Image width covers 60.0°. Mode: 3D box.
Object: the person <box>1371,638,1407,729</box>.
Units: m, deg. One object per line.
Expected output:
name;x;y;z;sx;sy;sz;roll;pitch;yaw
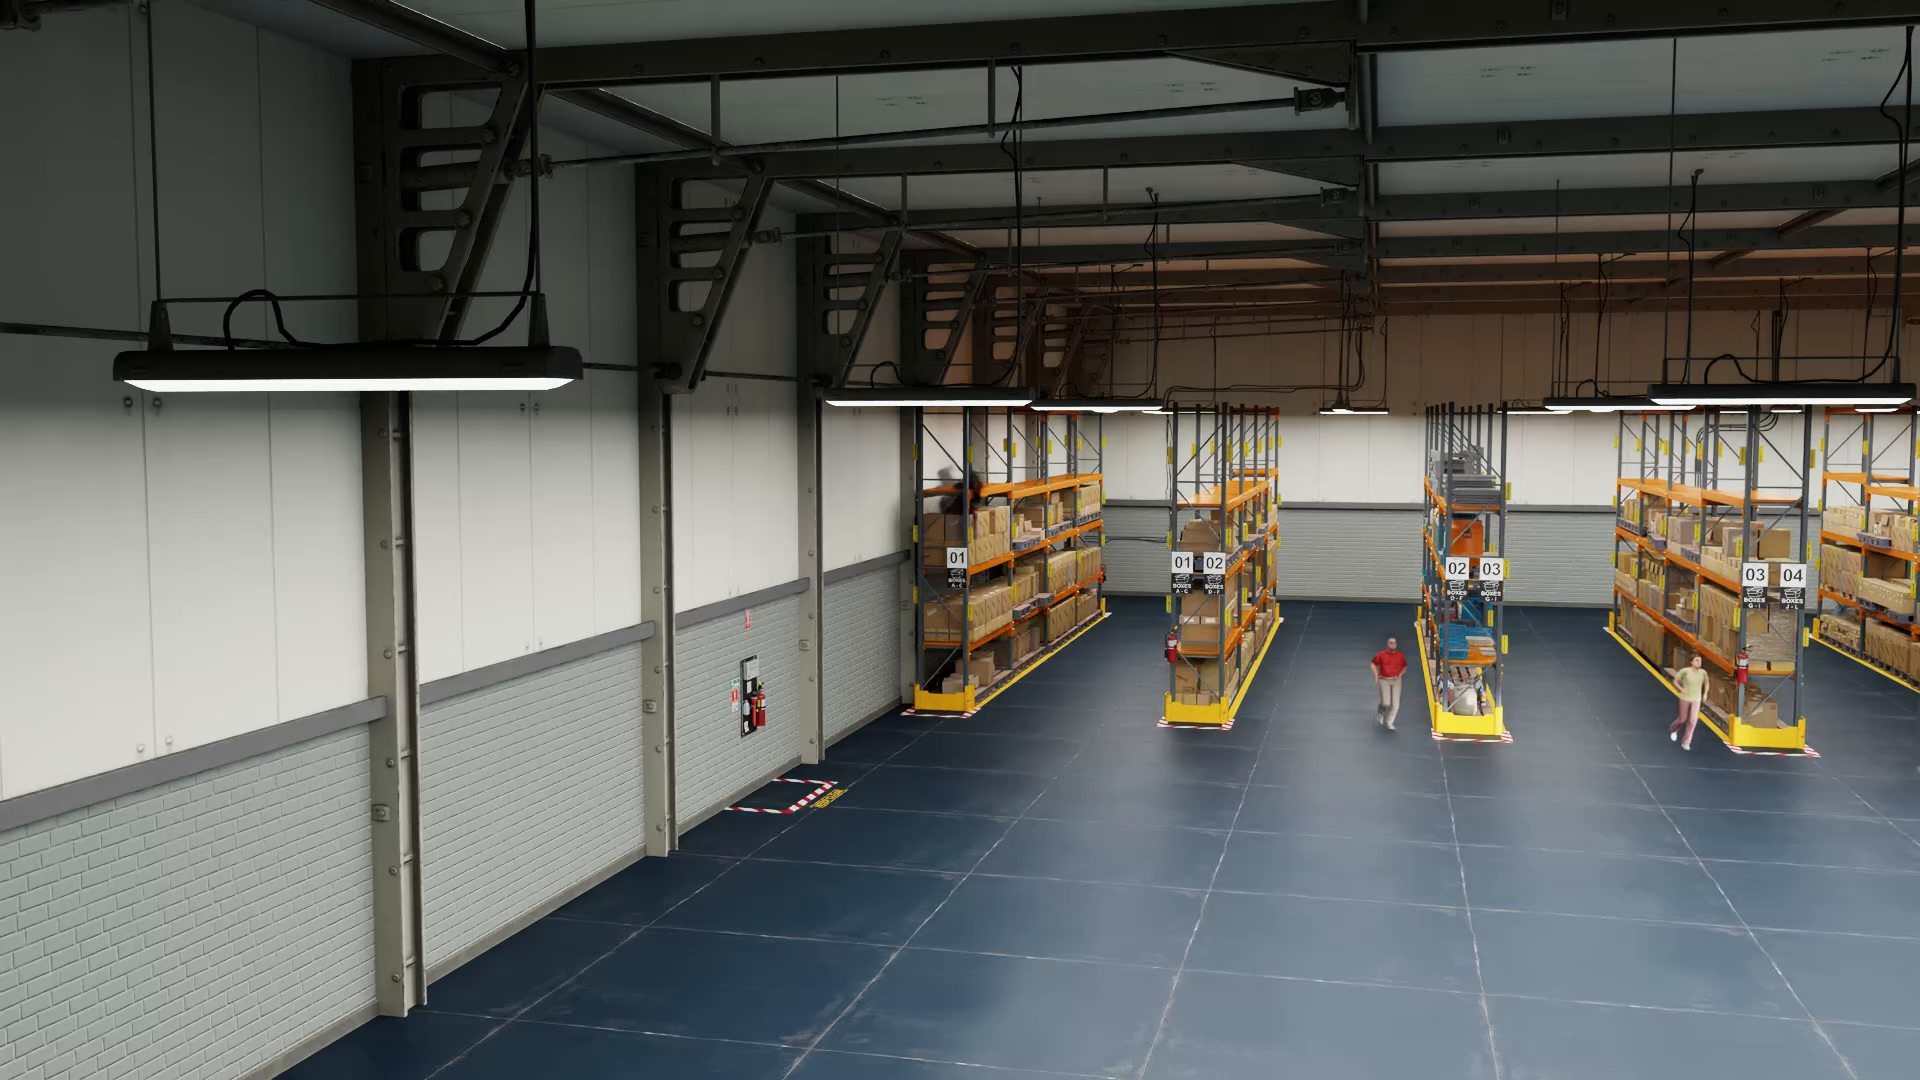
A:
person;7.890;2.633;30.477;0.639;1.673;0.548;0;4;1

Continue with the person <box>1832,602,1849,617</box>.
person;23.390;1.627;44.057;0.620;1.710;0.700;1;4;14

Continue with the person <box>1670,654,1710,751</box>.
person;12.697;2.777;28.857;0.622;1.640;0.804;0;4;6
